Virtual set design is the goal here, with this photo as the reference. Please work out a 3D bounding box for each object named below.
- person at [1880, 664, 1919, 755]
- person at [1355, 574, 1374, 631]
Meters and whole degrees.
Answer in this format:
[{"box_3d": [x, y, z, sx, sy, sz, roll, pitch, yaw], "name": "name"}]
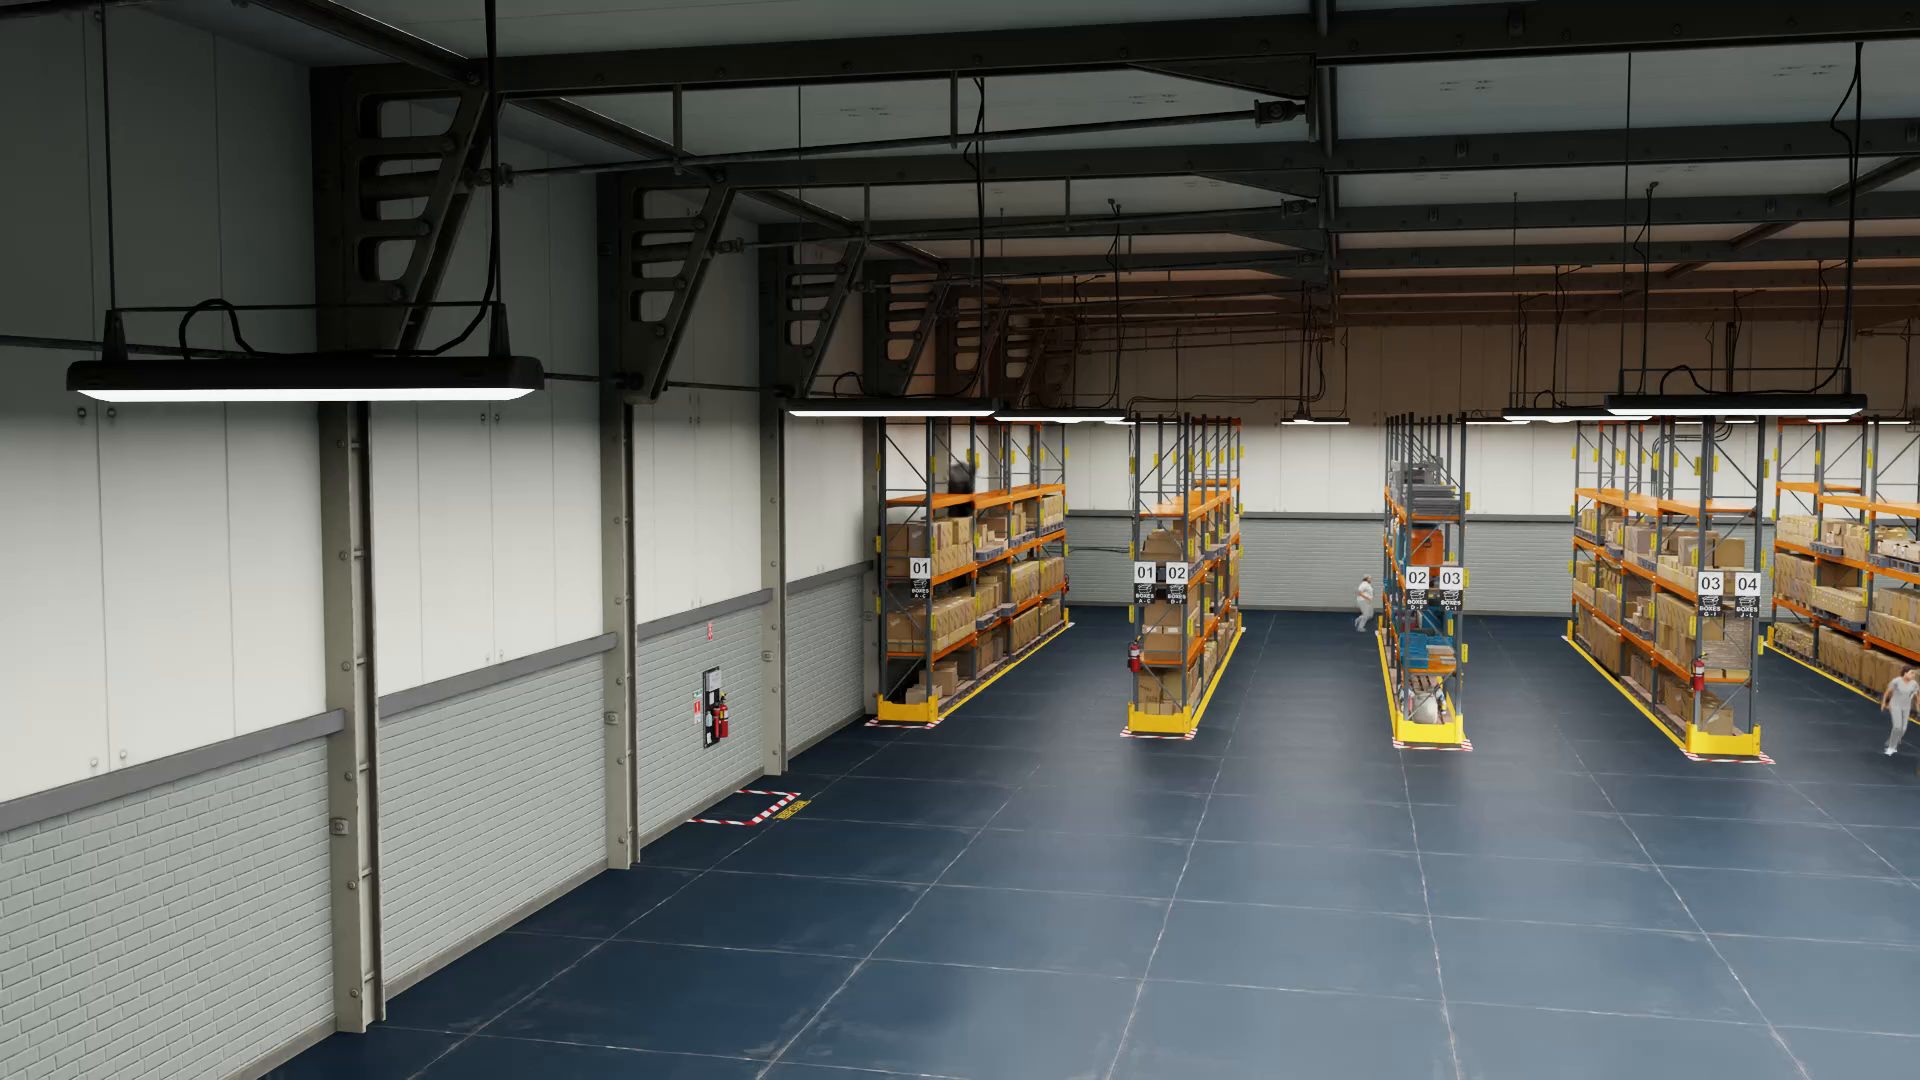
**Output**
[{"box_3d": [16.432, 2.947, 29.021, 0.551, 1.609, 0.720, 0, 4, -1], "name": "person"}, {"box_3d": [11.453, 1.754, 46.993, 0.496, 1.594, 0.647, 3, 5, 34], "name": "person"}]
